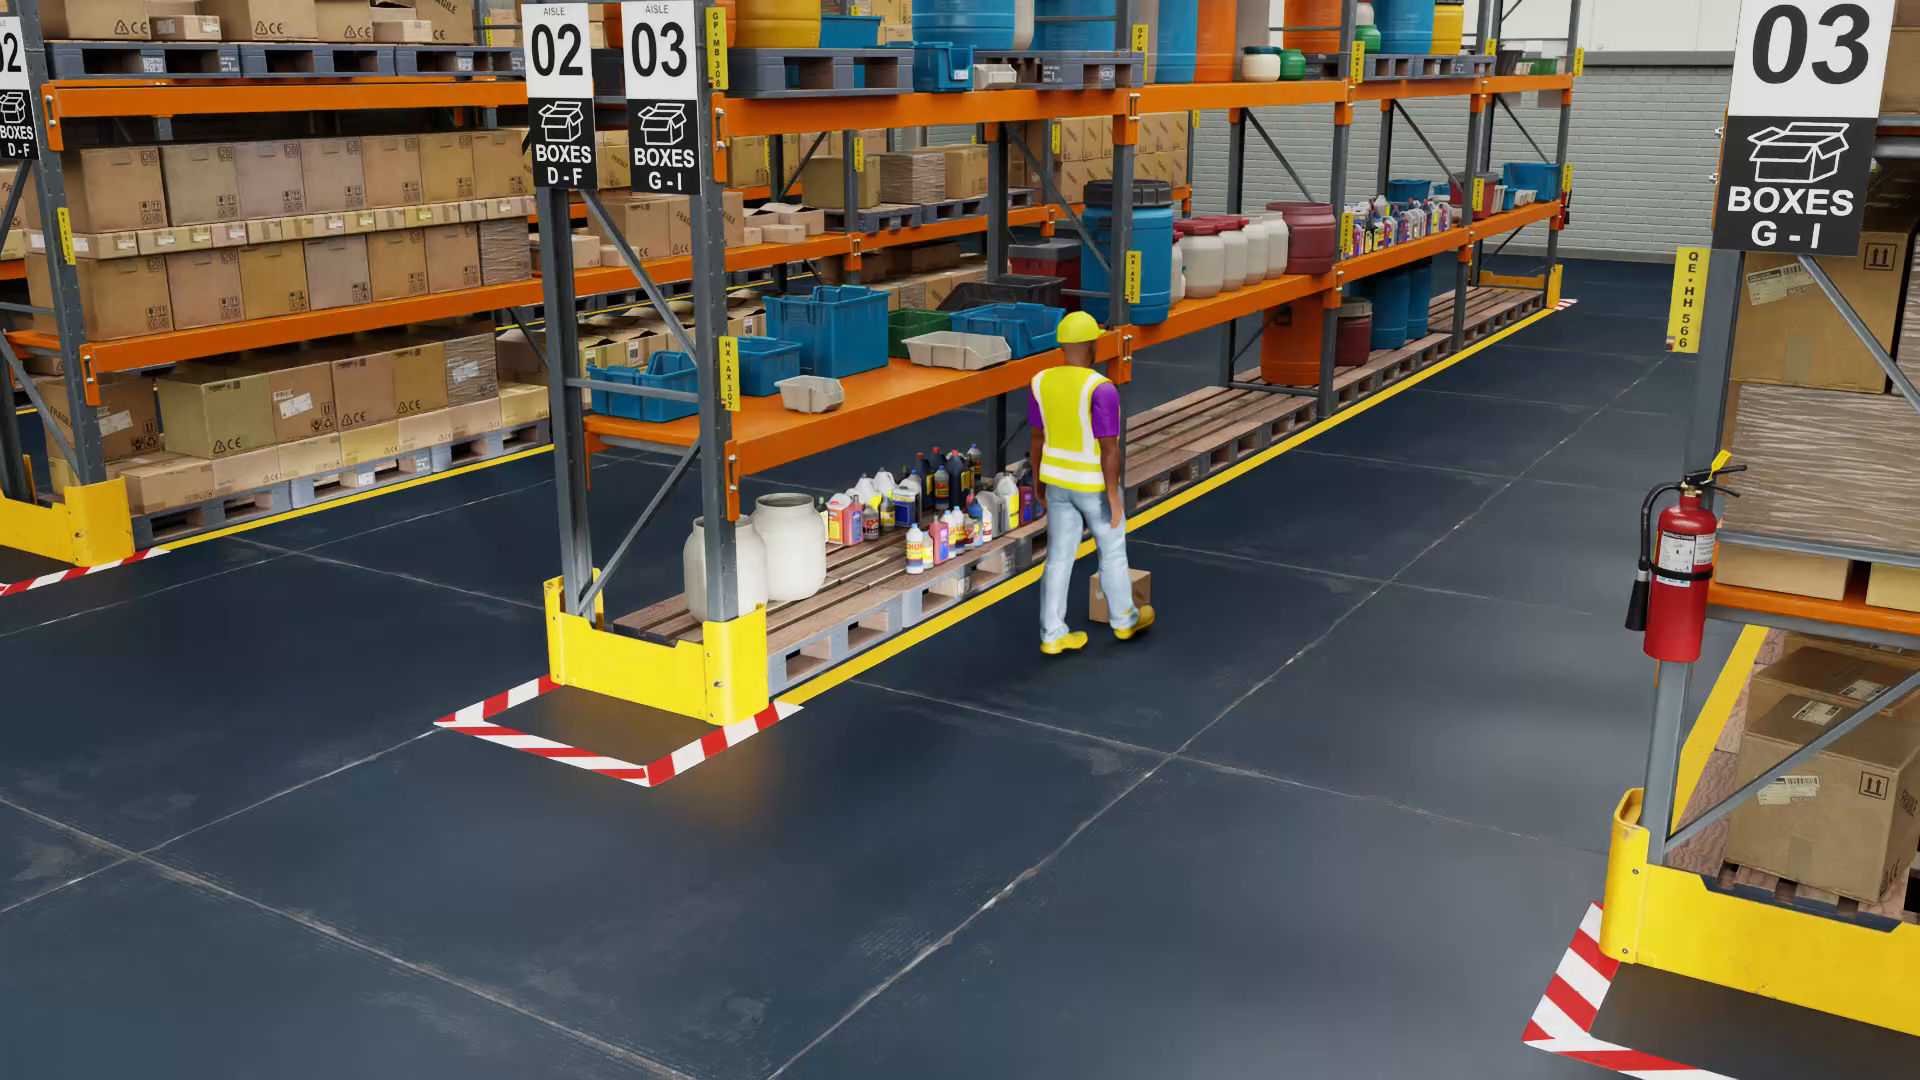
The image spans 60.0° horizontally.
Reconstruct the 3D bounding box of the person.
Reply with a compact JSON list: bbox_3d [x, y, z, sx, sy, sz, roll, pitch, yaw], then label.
[{"bbox_3d":[0.691,-0.320,8.585,0.589,1.749,0.752,12,20,37],"label":"person"}]
